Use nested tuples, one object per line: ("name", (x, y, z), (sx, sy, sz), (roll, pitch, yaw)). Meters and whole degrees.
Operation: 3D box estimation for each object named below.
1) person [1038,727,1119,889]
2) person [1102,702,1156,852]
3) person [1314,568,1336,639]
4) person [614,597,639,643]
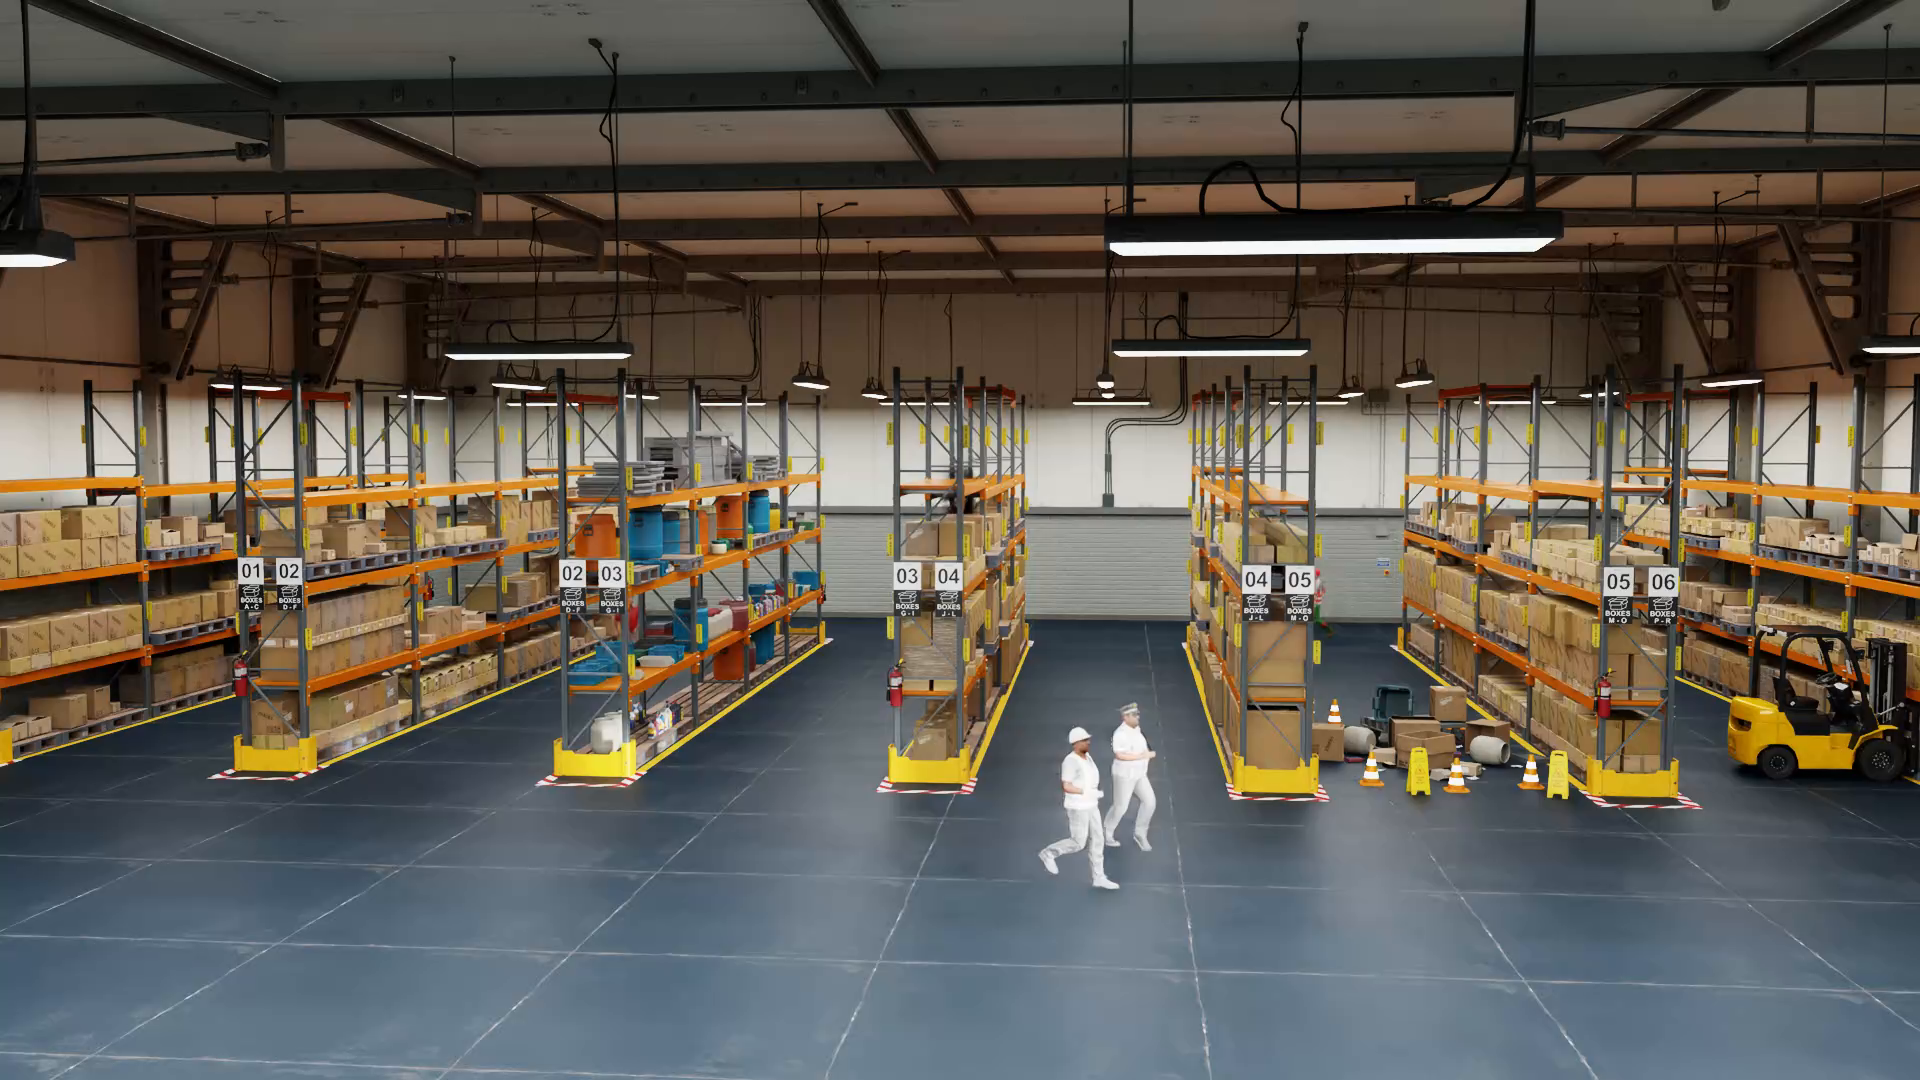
("person", (1.331, 2.960, 18.448), (0.940, 1.768, 0.682), (2, 4, 27))
("person", (2.042, 2.877, 20.085), (0.778, 1.858, 0.674), (3, 5, 39))
("person", (8.710, 1.587, 40.596), (0.919, 1.796, 0.670), (1, 4, 15))
("person", (-6.914, 1.999, 34.781), (0.656, 1.682, 0.664), (0, 4, -3))
